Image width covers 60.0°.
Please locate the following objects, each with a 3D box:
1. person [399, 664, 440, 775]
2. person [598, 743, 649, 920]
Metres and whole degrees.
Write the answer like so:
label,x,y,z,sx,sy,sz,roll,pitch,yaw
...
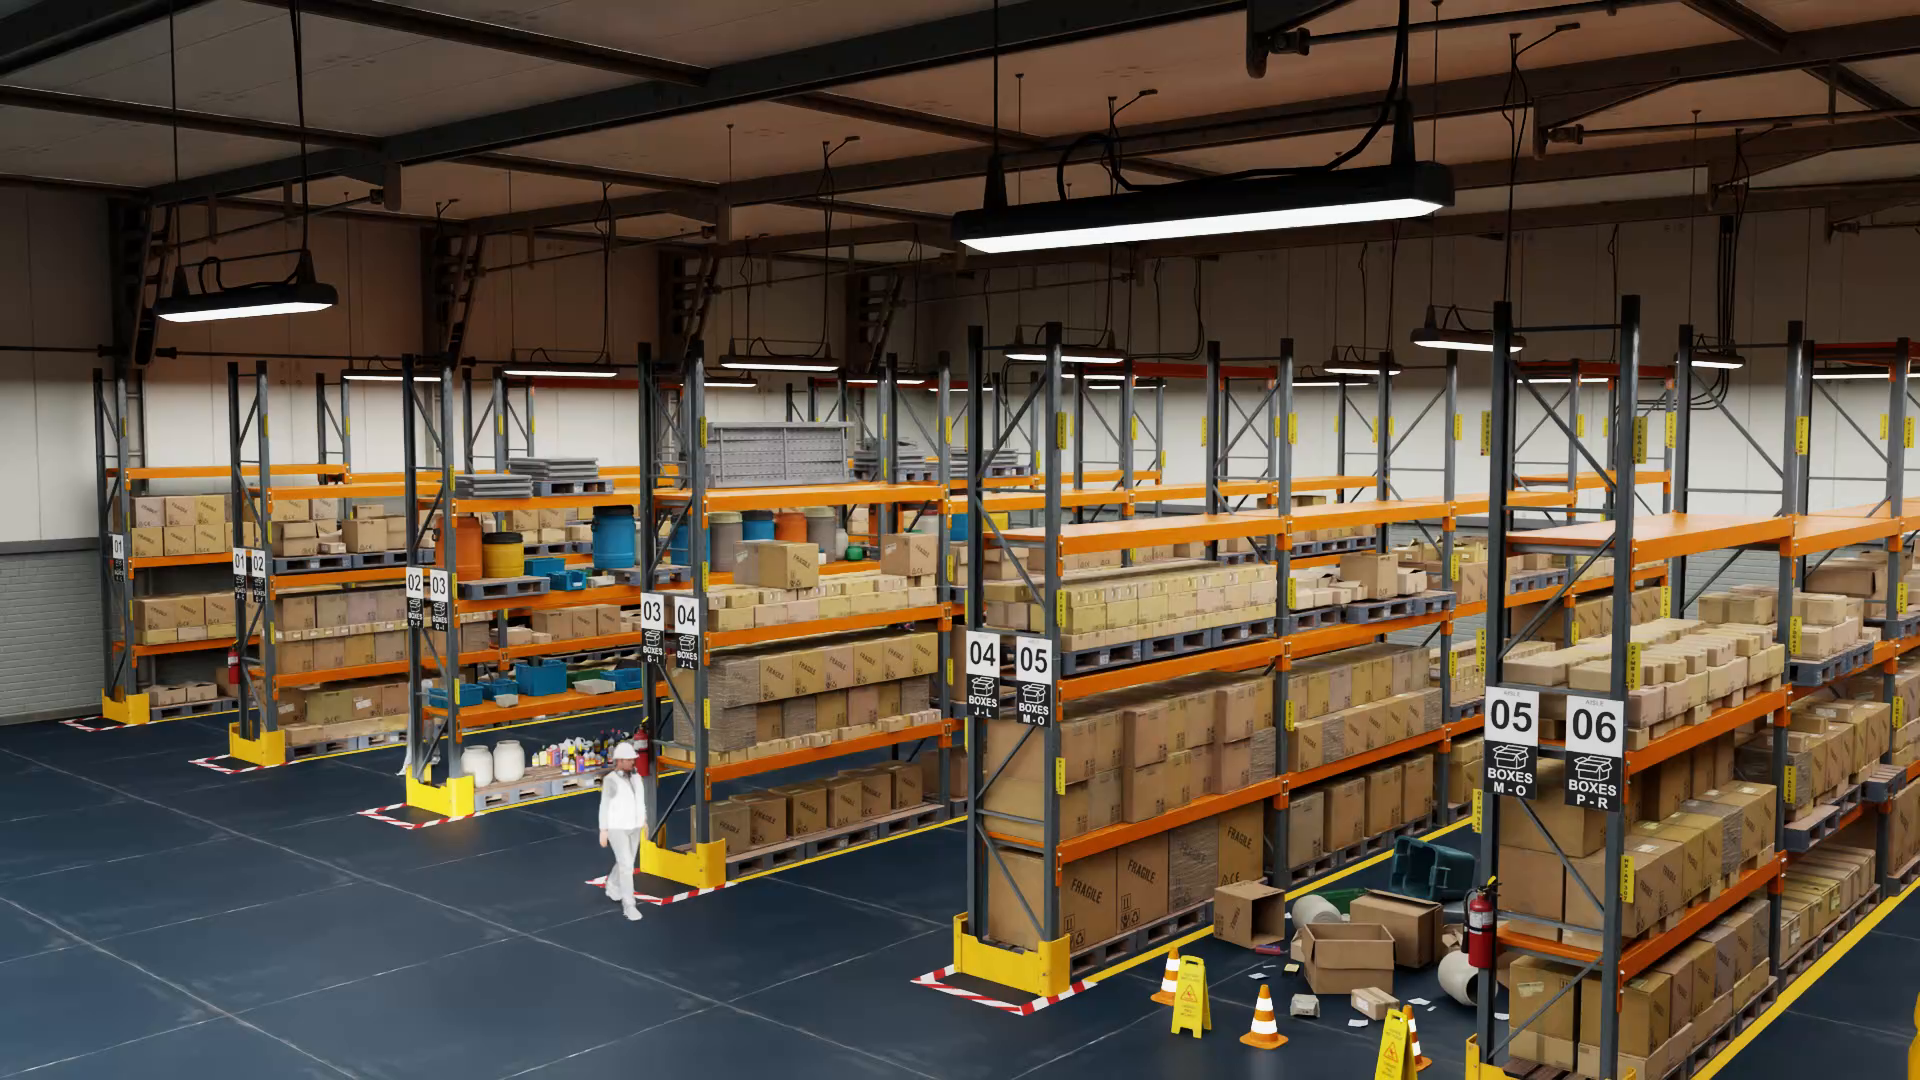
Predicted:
label,x,y,z,sx,sy,sz,roll,pitch,yaw
person,-7.888,2.590,24.336,0.434,1.572,0.842,0,4,3
person,-3.522,3.012,17.496,0.852,1.753,0.561,3,5,33
